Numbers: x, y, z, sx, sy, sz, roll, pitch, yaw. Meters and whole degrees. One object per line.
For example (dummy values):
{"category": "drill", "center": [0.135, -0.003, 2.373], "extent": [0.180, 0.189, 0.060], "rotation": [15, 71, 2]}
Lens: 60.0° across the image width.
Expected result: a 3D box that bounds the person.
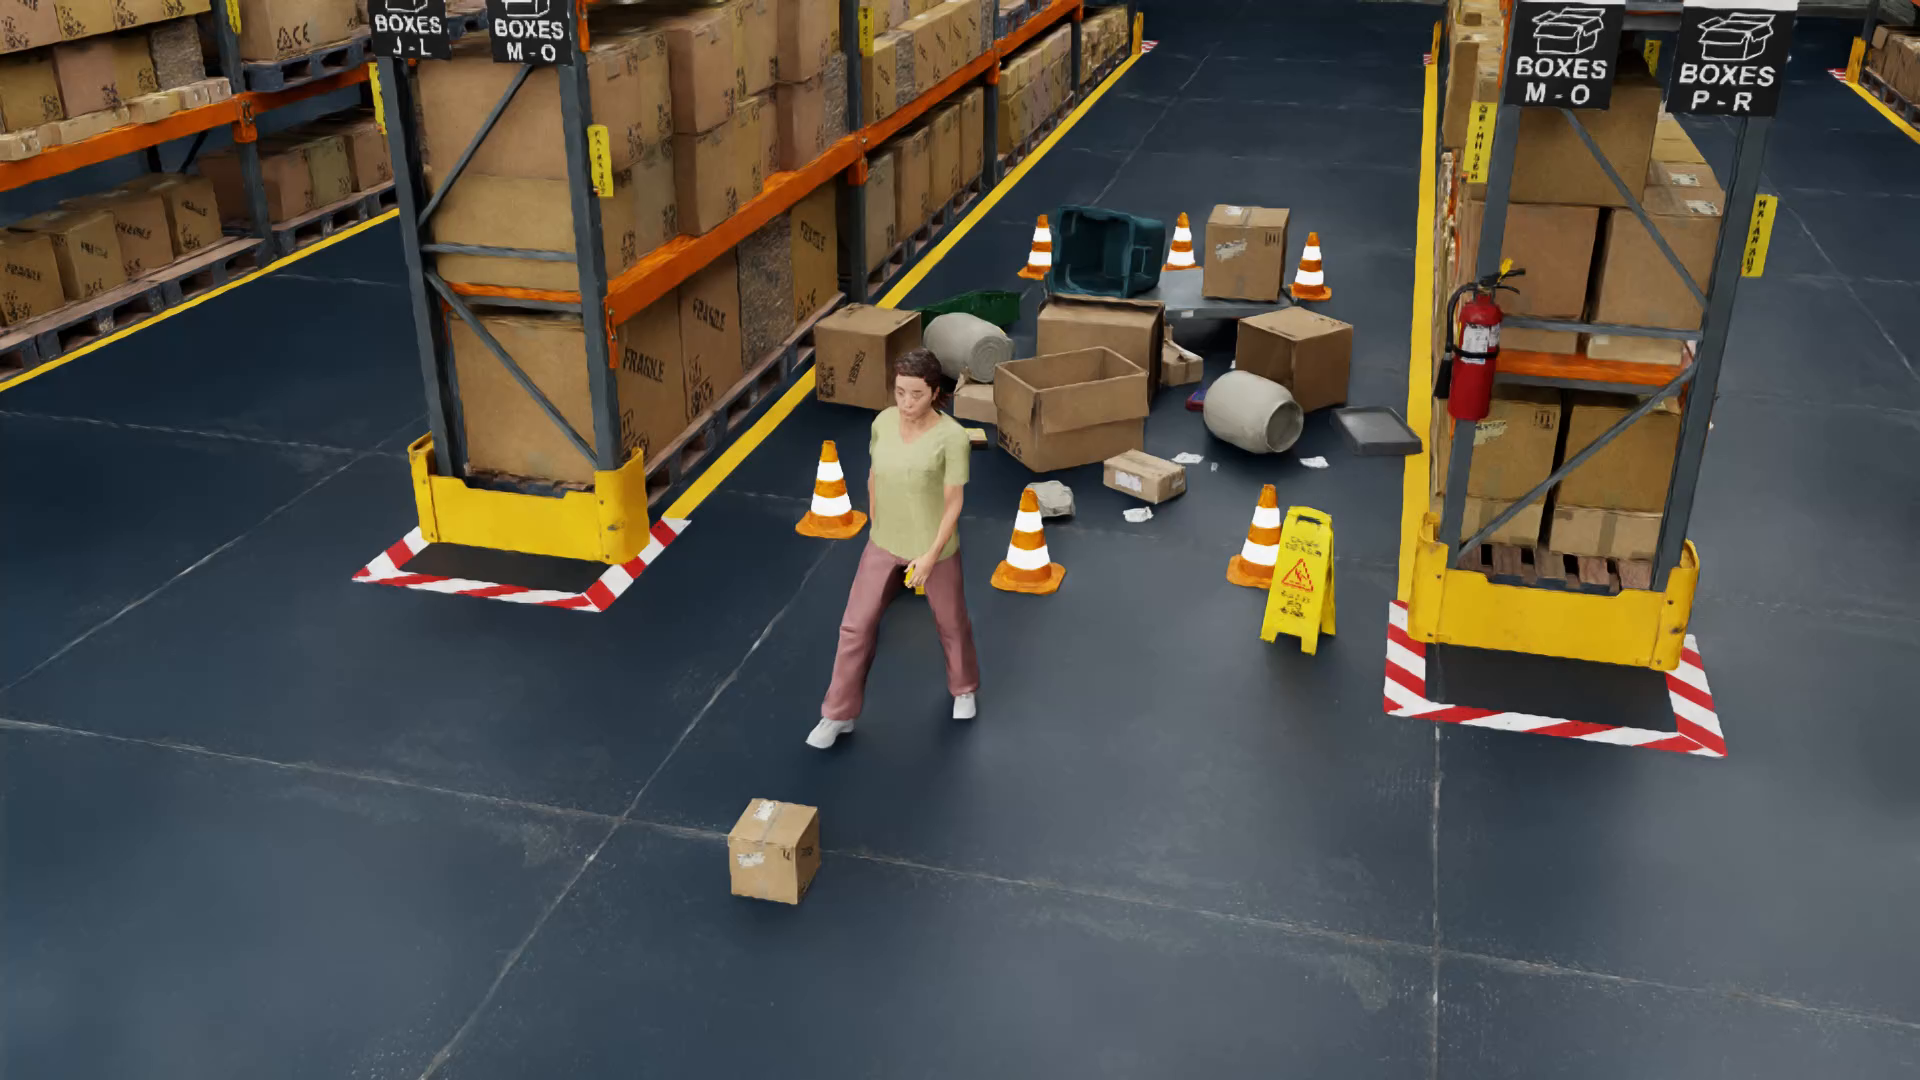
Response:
{"category": "person", "center": [-0.238, 0.023, 6.557], "extent": [0.568, 1.639, 0.749], "rotation": [9, 27, 19]}
